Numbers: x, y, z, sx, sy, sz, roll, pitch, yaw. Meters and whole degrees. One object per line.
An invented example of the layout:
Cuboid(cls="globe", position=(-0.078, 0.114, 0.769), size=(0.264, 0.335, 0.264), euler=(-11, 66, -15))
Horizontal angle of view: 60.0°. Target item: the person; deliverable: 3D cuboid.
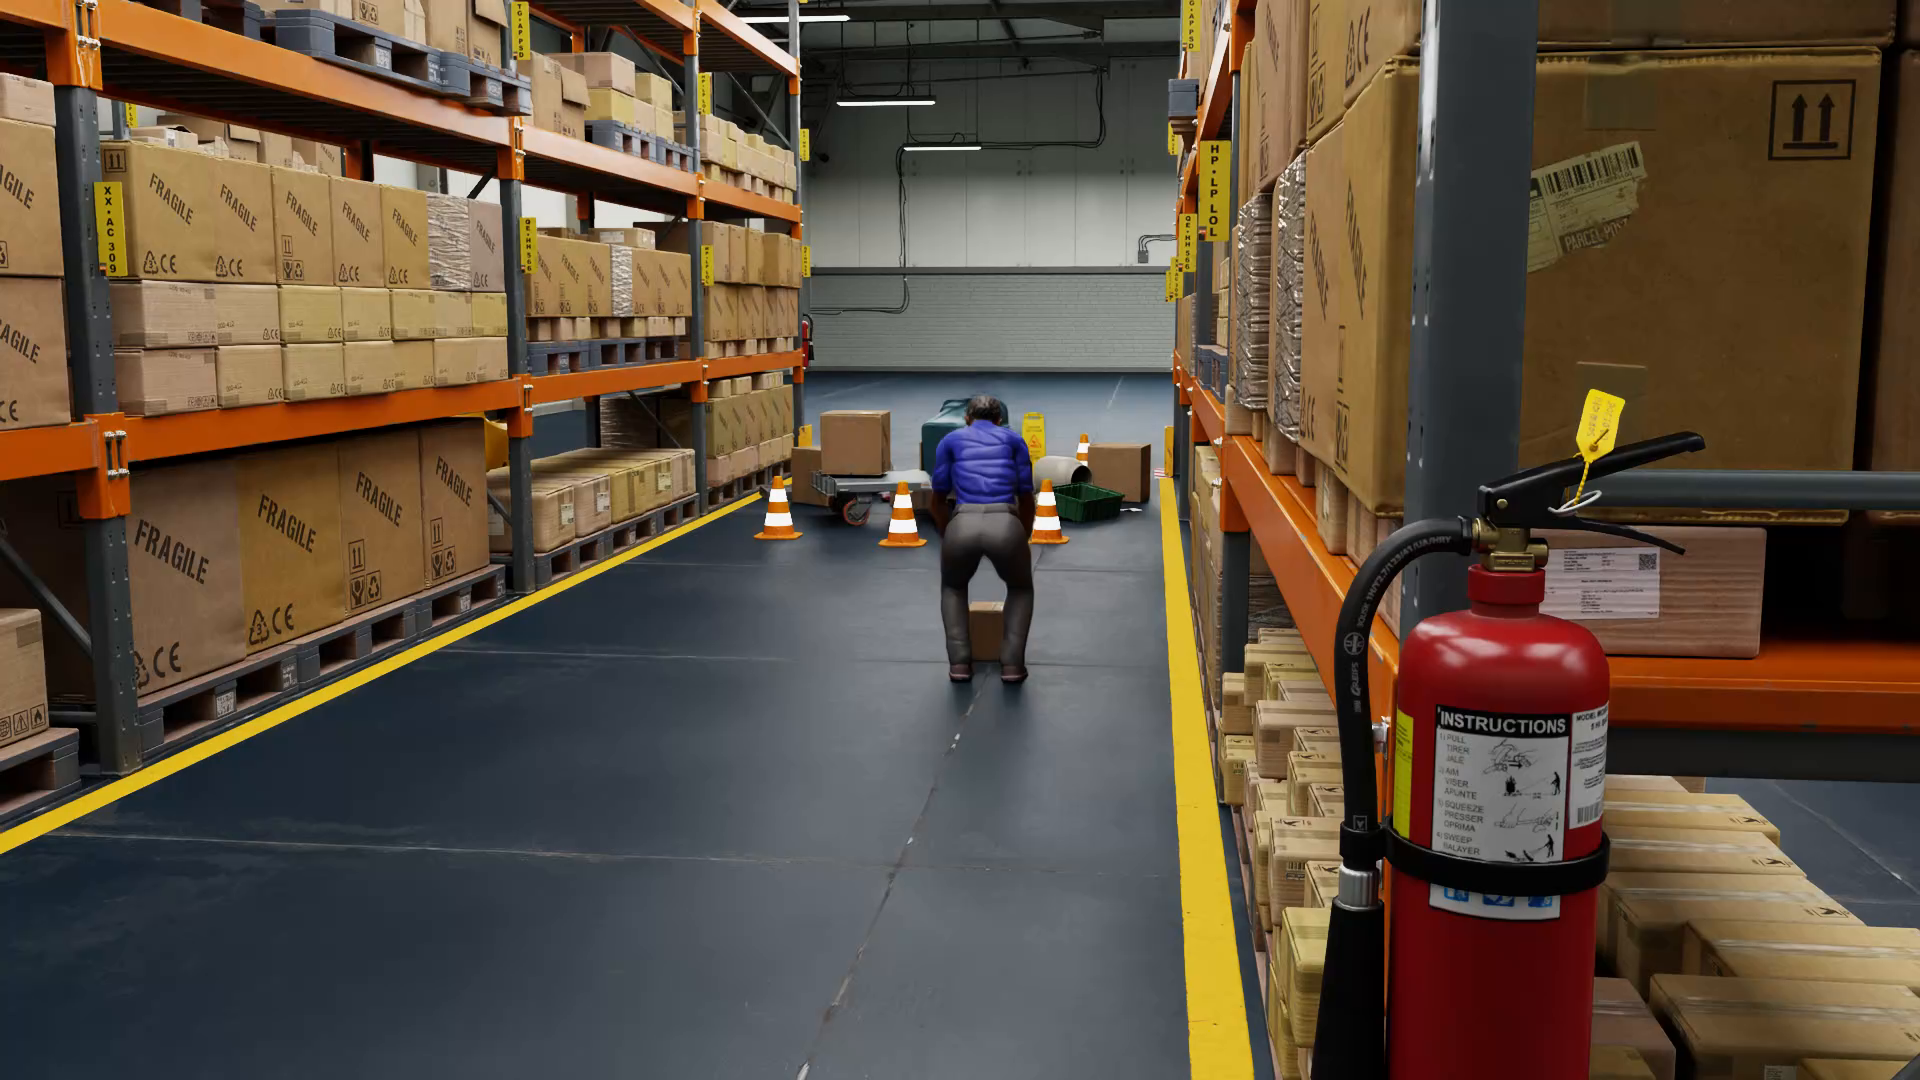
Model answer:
Cuboid(cls="person", position=(0.094, -0.009, 7.731), size=(0.497, 1.306, 0.669), euler=(1, 8, 6))
